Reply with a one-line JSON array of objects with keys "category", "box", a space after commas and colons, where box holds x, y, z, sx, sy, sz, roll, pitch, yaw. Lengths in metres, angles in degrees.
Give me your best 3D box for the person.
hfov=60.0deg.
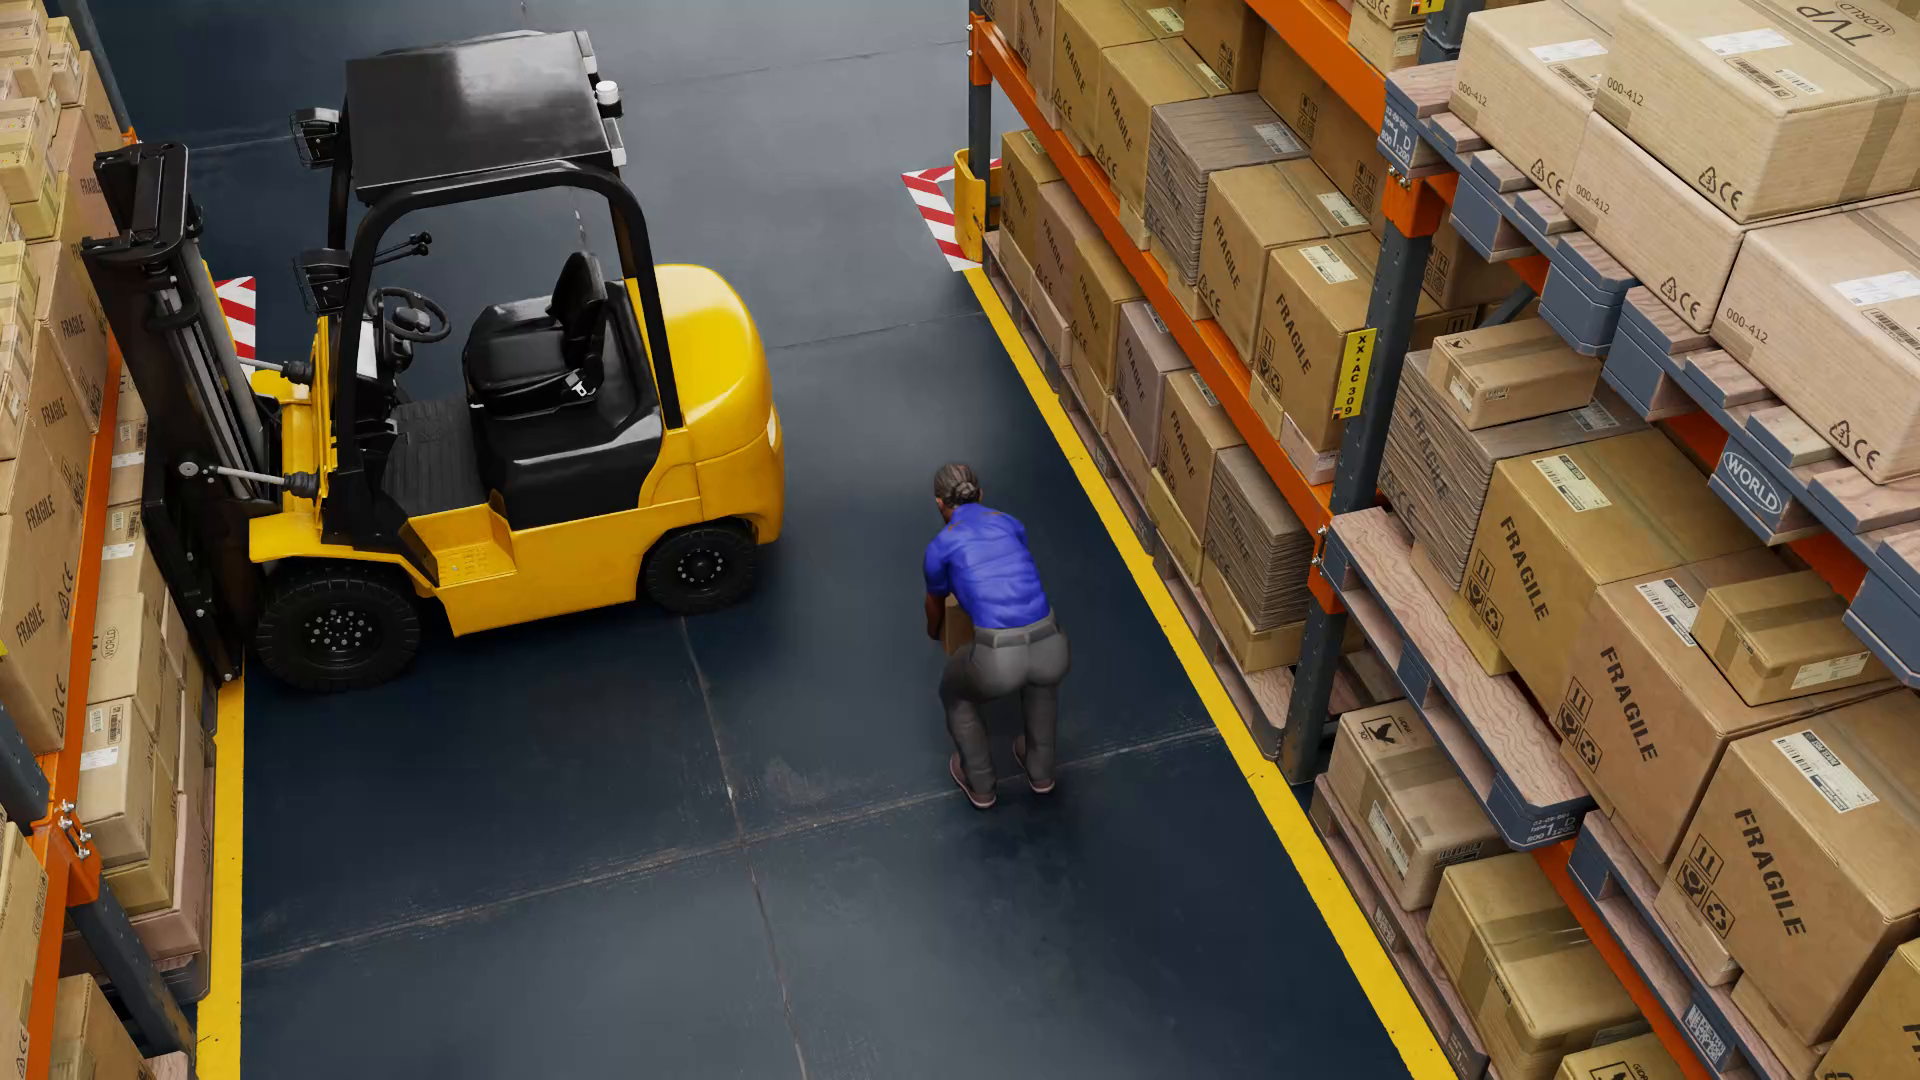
[{"category": "person", "box": [0.109, 0.372, 6.142, 0.443, 1.144, 0.843, -14, 44, -14]}]
